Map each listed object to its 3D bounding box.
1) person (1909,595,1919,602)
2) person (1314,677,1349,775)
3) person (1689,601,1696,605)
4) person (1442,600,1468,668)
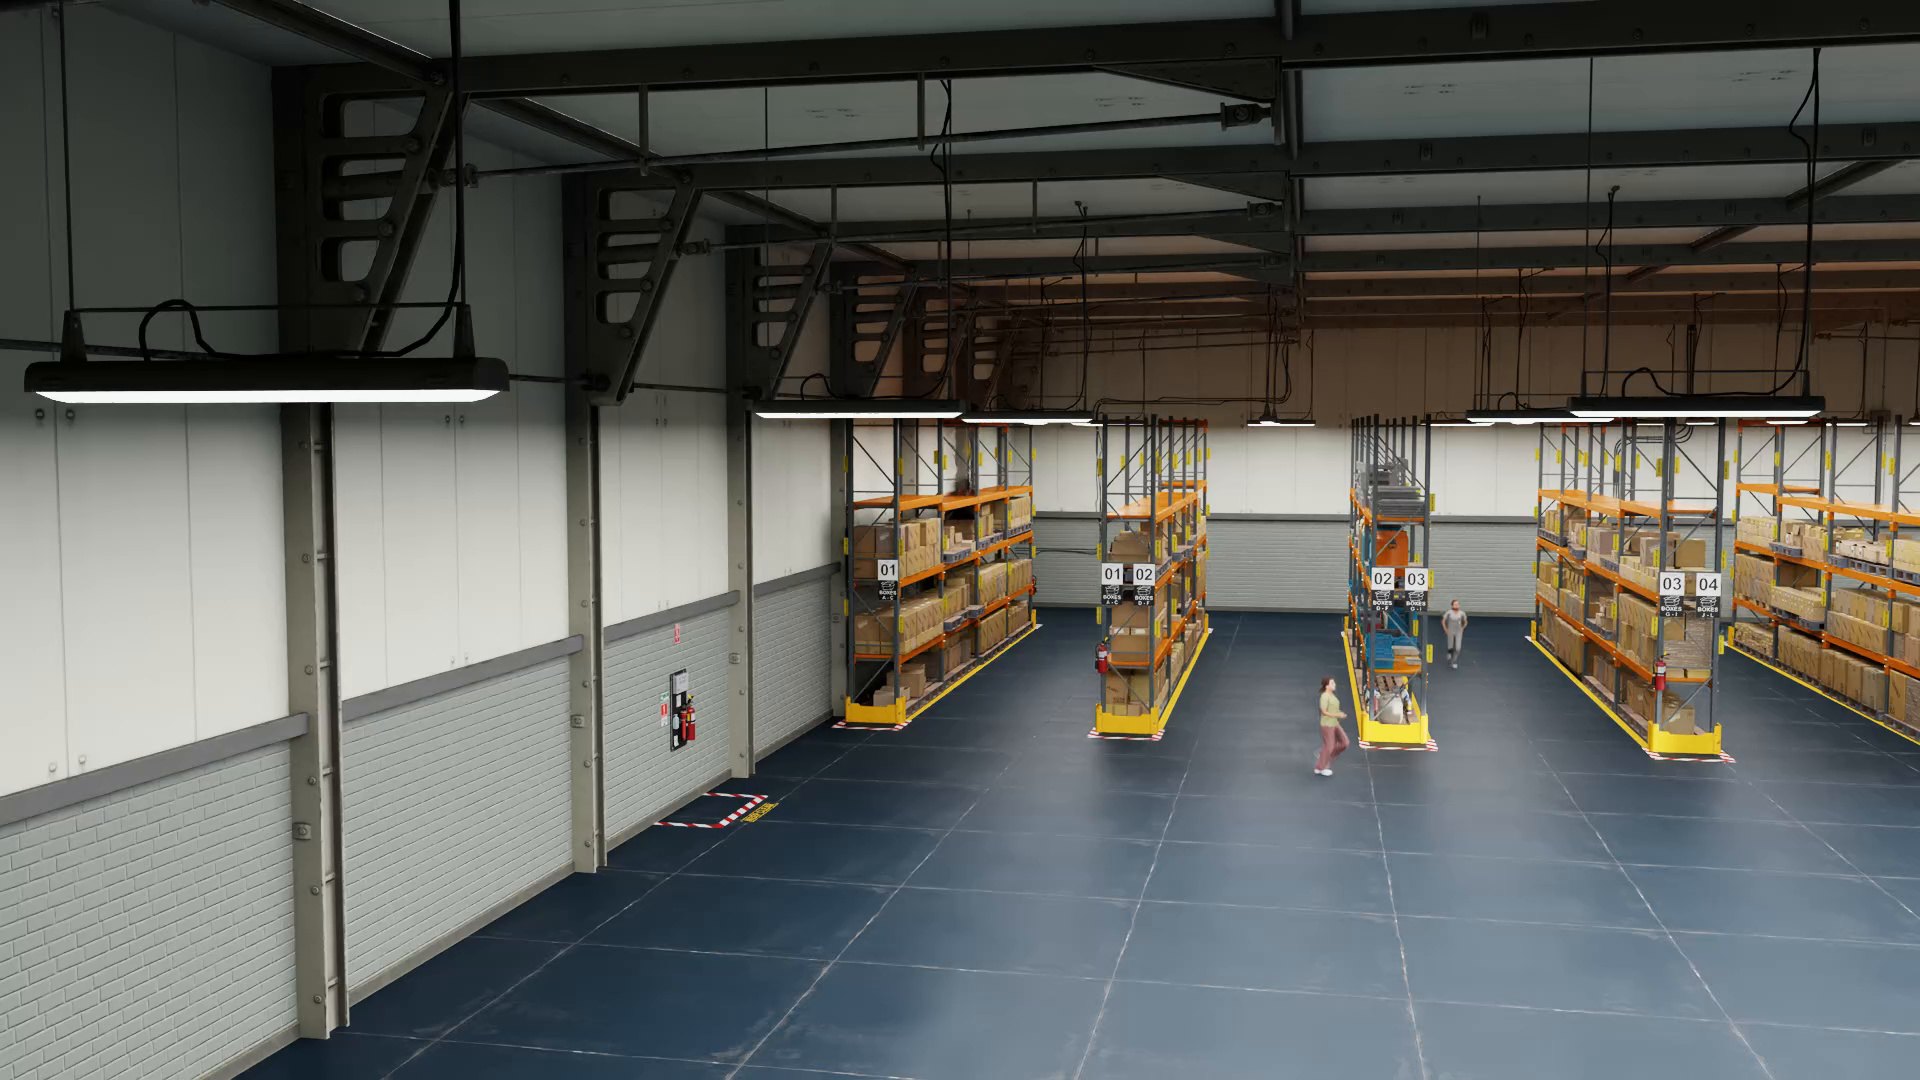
[{"bbox_3d":[25.522,1.951,44.439,0.580,1.648,0.639,1,4,18],"label":"person"},{"bbox_3d":[6.141,3.068,27.477,0.566,1.633,0.564,3,5,34],"label":"person"},{"bbox_3d":[19.572,1.973,44.909,0.482,1.509,0.601,-1,4,-13],"label":"person"},{"bbox_3d":[11.918,2.253,40.057,0.601,1.626,0.561,1,4,12],"label":"person"}]
